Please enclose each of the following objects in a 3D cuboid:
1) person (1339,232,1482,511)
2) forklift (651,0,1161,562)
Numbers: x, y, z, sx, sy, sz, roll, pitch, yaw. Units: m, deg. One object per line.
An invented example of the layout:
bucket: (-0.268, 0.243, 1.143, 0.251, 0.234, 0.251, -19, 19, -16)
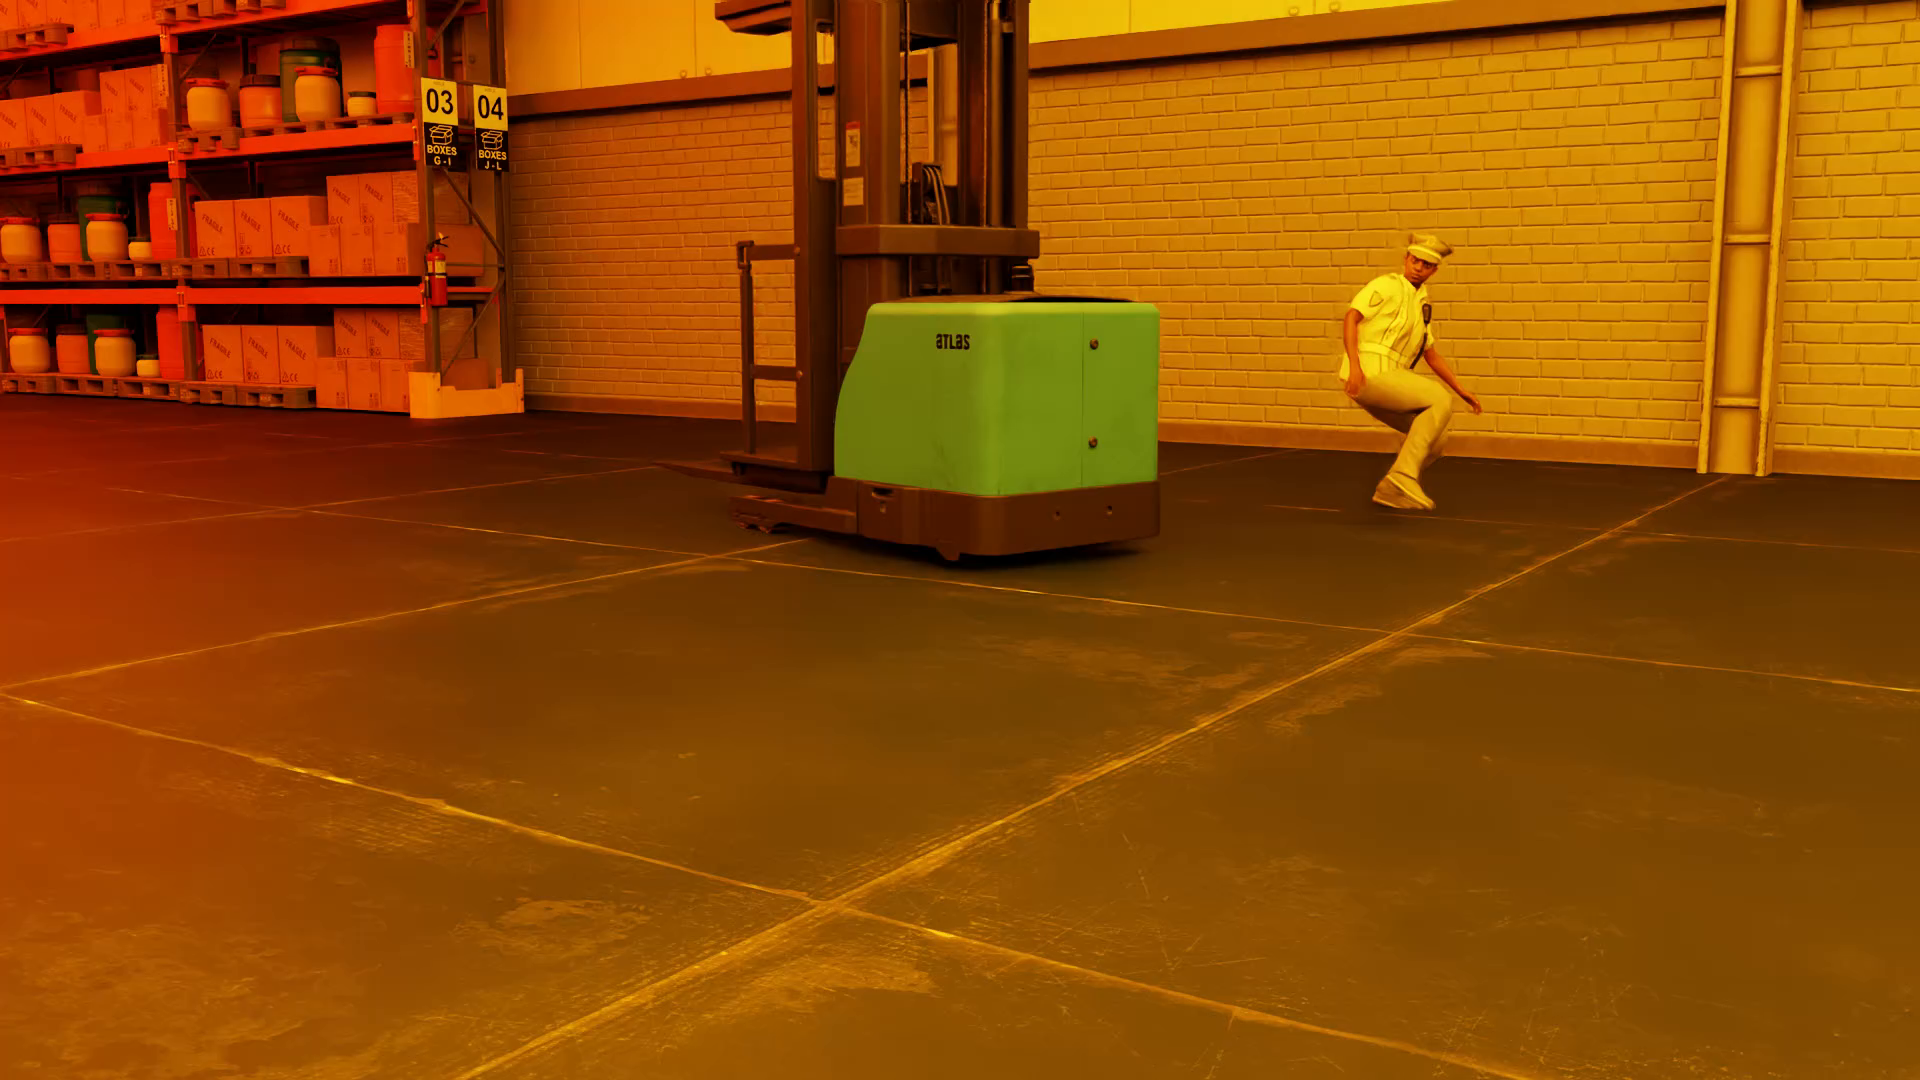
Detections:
person: (2.268, -0.824, 8.455, 0.652, 1.456, 0.722, 5, 9, 30)
forklift: (-0.454, -1.521, 7.889, 1.130, 2.935, 3.031, -7, 10, -39)
